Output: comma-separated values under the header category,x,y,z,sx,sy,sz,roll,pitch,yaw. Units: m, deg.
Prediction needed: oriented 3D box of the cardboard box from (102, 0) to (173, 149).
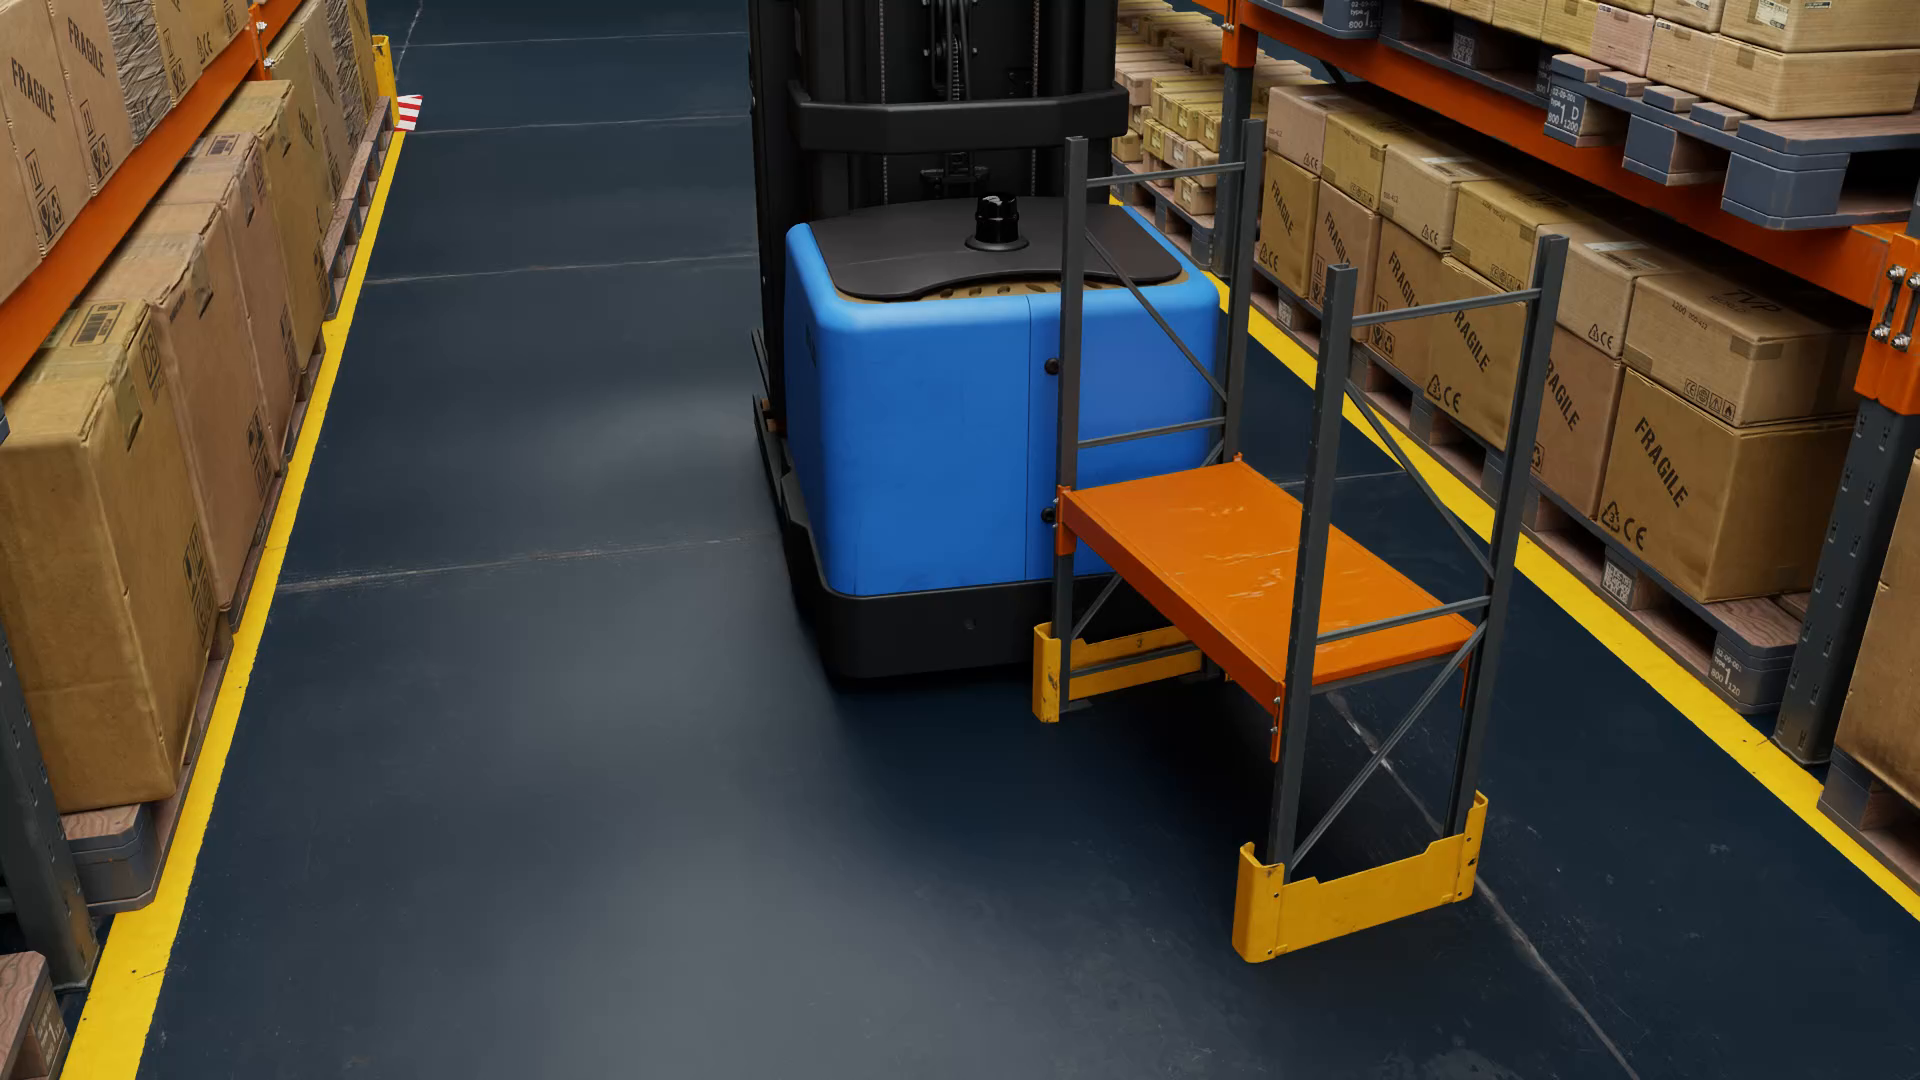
category,x,y,z,sx,sy,sz,roll,pitch,yaw
cardboard box,-2.485,-1.346,4.476,0.500,0.500,0.500,-6,27,-11

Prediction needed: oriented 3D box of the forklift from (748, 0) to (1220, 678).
category,x,y,z,sx,sy,sz,roll,pitch,yaw
forklift,-0.124,-1.587,5.141,1.130,2.935,3.031,-5,27,-10

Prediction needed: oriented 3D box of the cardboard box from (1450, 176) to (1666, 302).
category,x,y,z,sx,sy,sz,roll,pitch,yaw
cardboard box,1.929,-0.974,5.327,0.500,0.250,0.500,-5,27,-10

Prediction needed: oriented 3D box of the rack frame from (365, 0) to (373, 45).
category,x,y,z,sx,sy,sz,roll,pitch,yaw
rack frame,-4.095,-3.902,9.651,1.000,3.000,0.127,-6,27,-12

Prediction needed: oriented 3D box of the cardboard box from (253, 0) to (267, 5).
category,x,y,z,sx,sy,sz,roll,pitch,yaw
cardboard box,-2.937,-2.197,6.553,0.380,0.149,0.250,-6,27,-11

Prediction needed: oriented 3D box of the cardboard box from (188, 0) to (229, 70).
category,x,y,z,sx,sy,sz,roll,pitch,yaw
cardboard box,-2.718,-1.795,5.366,0.500,0.500,0.500,-5,27,-10

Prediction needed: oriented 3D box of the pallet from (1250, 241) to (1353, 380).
category,x,y,z,sx,sy,sz,roll,pitch,yaw
pallet,1.838,-1.019,7.034,1.003,0.211,1.213,-6,27,-12

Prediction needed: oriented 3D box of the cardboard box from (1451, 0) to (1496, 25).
category,x,y,z,sx,sy,sz,roll,pitch,yaw
cardboard box,1.720,-1.658,5.018,0.380,0.149,0.250,-5,27,-10

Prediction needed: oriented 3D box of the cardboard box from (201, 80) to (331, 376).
category,x,y,z,sx,sy,sz,roll,pitch,yaw
cardboard box,-3.030,-1.106,6.004,1.225,0.875,0.875,-6,27,-11

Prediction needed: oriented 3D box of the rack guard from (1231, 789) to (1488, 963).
category,x,y,z,sx,sy,sz,roll,pitch,yaw
rack guard,0.858,0.711,3.564,0.587,0.250,0.087,-11,29,-20

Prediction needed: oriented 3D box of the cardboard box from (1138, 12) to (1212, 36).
category,x,y,z,sx,sy,sz,roll,pitch,yaw
cardboard box,1.309,-3.118,10.136,0.380,0.149,0.250,-7,28,-13

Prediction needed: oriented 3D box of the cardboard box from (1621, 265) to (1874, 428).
category,x,y,z,sx,sy,sz,roll,pitch,yaw
cardboard box,2.153,-0.529,4.445,0.500,0.250,0.500,-7,28,-13

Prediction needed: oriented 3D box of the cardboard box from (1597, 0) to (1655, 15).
category,x,y,z,sx,sy,sz,roll,pitch,yaw
cardboard box,1.884,-1.460,4.296,0.380,0.149,0.250,-5,27,-10

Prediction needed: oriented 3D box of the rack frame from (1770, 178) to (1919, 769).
category,x,y,z,sx,sy,sz,roll,pitch,yaw
rack frame,2.563,-0.849,3.603,1.000,3.000,0.127,-6,27,-12

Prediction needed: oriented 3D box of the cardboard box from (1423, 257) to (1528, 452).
category,x,y,z,sx,sy,sz,roll,pitch,yaw
cardboard box,1.911,-0.642,5.501,0.500,0.500,0.500,-7,28,-14

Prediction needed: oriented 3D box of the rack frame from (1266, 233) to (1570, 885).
category,x,y,z,sx,sy,sz,roll,pitch,yaw
rack frame,0.866,0.161,3.266,0.500,1.500,0.032,-11,29,-20

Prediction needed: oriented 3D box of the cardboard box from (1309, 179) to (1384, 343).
category,x,y,z,sx,sy,sz,roll,pitch,yaw
cardboard box,1.690,-1.093,6.395,0.500,0.500,0.500,-5,27,-9

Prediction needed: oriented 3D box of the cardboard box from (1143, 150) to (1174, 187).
category,x,y,z,sx,sy,sz,roll,pitch,yaw
cardboard box,1.141,-1.889,8.362,0.380,0.149,0.250,-7,28,-13

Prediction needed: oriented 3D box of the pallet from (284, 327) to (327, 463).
category,x,y,z,sx,sy,sz,roll,pitch,yaw
pallet,-2.947,-0.570,6.145,1.003,0.211,1.213,-6,27,-12

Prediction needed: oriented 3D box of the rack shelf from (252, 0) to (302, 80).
category,x,y,z,sx,sy,sz,roll,pitch,yaw
rack shelf,-3.645,-2.703,8.074,1.077,0.370,4.000,-6,27,-12

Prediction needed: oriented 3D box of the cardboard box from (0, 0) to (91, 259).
category,x,y,z,sx,sy,sz,roll,pitch,yaw
cardboard box,-2.255,-0.902,3.596,0.500,0.500,0.500,-7,28,-13

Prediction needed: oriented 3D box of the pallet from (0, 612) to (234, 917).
category,x,y,z,sx,sy,sz,roll,pitch,yaw
pallet,-2.397,0.501,4.022,1.003,0.211,1.213,-6,27,-12

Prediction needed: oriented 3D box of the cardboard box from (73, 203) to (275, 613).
category,x,y,z,sx,sy,sz,roll,pitch,yaw
cardboard box,-2.621,-0.326,4.459,1.225,0.875,0.875,-6,27,-11

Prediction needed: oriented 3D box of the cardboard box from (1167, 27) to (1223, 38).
category,x,y,z,sx,sy,sz,roll,pitch,yaw
cardboard box,1.420,-2.885,9.675,0.380,0.149,0.250,-5,27,-10

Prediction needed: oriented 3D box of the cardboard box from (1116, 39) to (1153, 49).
category,x,y,z,sx,sy,sz,roll,pitch,yaw
cardboard box,0.863,-2.701,9.310,0.380,0.149,0.250,-6,27,-11

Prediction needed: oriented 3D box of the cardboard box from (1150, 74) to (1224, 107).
category,x,y,z,sx,sy,sz,roll,pitch,yaw
cardboard box,1.186,-2.254,8.424,0.380,0.149,0.250,-5,27,-10

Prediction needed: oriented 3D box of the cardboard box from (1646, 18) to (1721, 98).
category,x,y,z,sx,sy,sz,roll,pitch,yaw
cardboard box,1.949,-1.203,4.118,0.380,0.149,0.250,-6,27,-12

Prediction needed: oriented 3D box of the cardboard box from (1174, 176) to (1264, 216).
category,x,y,z,sx,sy,sz,roll,pitch,yaw
cardboard box,1.241,-1.657,7.902,0.380,0.149,0.250,-6,27,-11

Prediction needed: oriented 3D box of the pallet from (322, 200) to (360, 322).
category,x,y,z,sx,sy,sz,roll,pitch,yaw
pallet,-3.289,-1.243,7.478,1.003,0.211,1.213,-6,27,-12

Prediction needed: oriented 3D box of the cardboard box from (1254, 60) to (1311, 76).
category,x,y,z,sx,sy,sz,roll,pitch,yaw
cardboard box,1.617,-2.423,8.759,0.380,0.149,0.250,-5,27,-10

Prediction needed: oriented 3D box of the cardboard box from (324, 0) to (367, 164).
category,x,y,z,sx,sy,sz,roll,pitch,yaw
cardboard box,-3.668,-2.468,8.703,0.875,0.875,0.875,-6,27,-12

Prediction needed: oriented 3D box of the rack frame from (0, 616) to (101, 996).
category,x,y,z,sx,sy,sz,roll,pitch,yaw
rack frame,-2.293,-0.390,2.693,1.000,3.000,0.127,-6,27,-12

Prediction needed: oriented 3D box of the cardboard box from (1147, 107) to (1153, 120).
category,x,y,z,sx,sy,sz,roll,pitch,yaw
cardboard box,1.169,-2.112,8.473,0.380,0.149,0.250,-6,27,-11

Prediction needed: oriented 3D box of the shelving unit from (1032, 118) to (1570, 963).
category,x,y,z,sx,sy,sz,roll,pitch,yaw
shelving unit,0.664,-0.054,3.692,0.587,1.500,1.083,-11,29,-20

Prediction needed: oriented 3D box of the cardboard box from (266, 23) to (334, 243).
category,x,y,z,sx,sy,sz,roll,pitch,yaw
cardboard box,-3.265,-1.683,7.146,0.875,0.875,0.875,-6,27,-12

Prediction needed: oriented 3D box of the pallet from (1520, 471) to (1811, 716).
category,x,y,z,sx,sy,sz,roll,pitch,yaw
pallet,2.388,0.053,4.911,1.003,0.211,1.213,-6,27,-12

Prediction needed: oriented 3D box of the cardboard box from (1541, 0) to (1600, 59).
category,x,y,z,sx,sy,sz,roll,pitch,yaw
cardboard box,1.838,-1.426,4.559,0.380,0.149,0.250,-6,27,-12

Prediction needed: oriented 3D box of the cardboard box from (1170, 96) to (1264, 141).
category,x,y,z,sx,sy,sz,roll,pitch,yaw
cardboard box,1.231,-2.023,7.967,0.380,0.149,0.250,-6,27,-11

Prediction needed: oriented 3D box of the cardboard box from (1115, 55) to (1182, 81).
category,x,y,z,sx,sy,sz,roll,pitch,yaw
cardboard box,0.962,-2.480,8.873,0.380,0.149,0.250,-7,28,-13

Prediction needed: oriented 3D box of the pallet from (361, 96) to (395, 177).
category,x,y,z,sx,sy,sz,roll,pitch,yaw
pallet,-3.839,-2.314,9.600,1.003,0.211,1.213,-6,27,-12

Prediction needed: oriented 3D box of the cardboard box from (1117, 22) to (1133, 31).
category,x,y,z,sx,sy,sz,roll,pitch,yaw
cardboard box,0.795,-2.944,9.791,0.380,0.149,0.250,-7,28,-14

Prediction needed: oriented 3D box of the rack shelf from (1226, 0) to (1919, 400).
category,x,y,z,sx,sy,sz,roll,pitch,yaw
rack shelf,2.112,-1.406,5.505,1.077,0.370,4.000,-6,27,-12

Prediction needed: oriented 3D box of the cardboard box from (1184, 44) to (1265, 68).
category,x,y,z,sx,sy,sz,roll,pitch,yaw
cardboard box,1.458,-2.646,9.202,0.380,0.149,0.250,-6,27,-11

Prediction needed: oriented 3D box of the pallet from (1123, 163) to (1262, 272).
category,x,y,z,sx,sy,sz,roll,pitch,yaw
pallet,1.475,-1.651,8.288,1.003,0.211,1.213,-6,27,-12

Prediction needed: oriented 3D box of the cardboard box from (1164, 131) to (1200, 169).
category,x,y,z,sx,sy,sz,roll,pitch,yaw
cardboard box,1.207,-1.876,8.006,0.380,0.149,0.250,-7,28,-14

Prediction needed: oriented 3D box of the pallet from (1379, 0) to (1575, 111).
category,x,y,z,sx,sy,sz,roll,pitch,yaw
pallet,2.077,-1.628,5.360,1.003,0.211,1.213,-6,27,-12

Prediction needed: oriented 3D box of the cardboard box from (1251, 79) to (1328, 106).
category,x,y,z,sx,sy,sz,roll,pitch,yaw
cardboard box,1.676,-2.191,8.299,0.380,0.149,0.250,-6,27,-12

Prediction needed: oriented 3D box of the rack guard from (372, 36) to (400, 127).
category,x,y,z,sx,sy,sz,roll,pitch,yaw
rack guard,-4.101,-2.796,10.235,1.175,0.500,0.348,-6,27,-12

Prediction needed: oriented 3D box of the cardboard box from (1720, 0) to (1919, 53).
category,x,y,z,sx,sy,sz,roll,pitch,yaw
cardboard box,2.008,-1.228,3.836,0.380,0.149,0.250,-5,27,-11

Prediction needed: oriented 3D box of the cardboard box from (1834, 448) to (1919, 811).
category,x,y,z,sx,sy,sz,roll,pitch,yaw
cardboard box,2.612,0.244,3.468,1.050,0.750,0.750,-6,27,-12

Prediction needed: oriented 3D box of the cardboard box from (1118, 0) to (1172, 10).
category,x,y,z,sx,sy,sz,roll,pitch,yaw
cardboard box,1.126,-3.335,10.565,0.380,0.149,0.250,-6,27,-11

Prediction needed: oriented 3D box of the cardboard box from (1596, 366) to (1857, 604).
category,x,y,z,sx,sy,sz,roll,pitch,yaw
cardboard box,2.160,-0.183,4.592,0.500,0.500,0.500,-6,27,-12

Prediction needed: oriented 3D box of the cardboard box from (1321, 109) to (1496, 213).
category,x,y,z,sx,sy,sz,roll,pitch,yaw
cardboard box,1.693,-1.427,6.223,0.500,0.250,0.500,-5,27,-10
